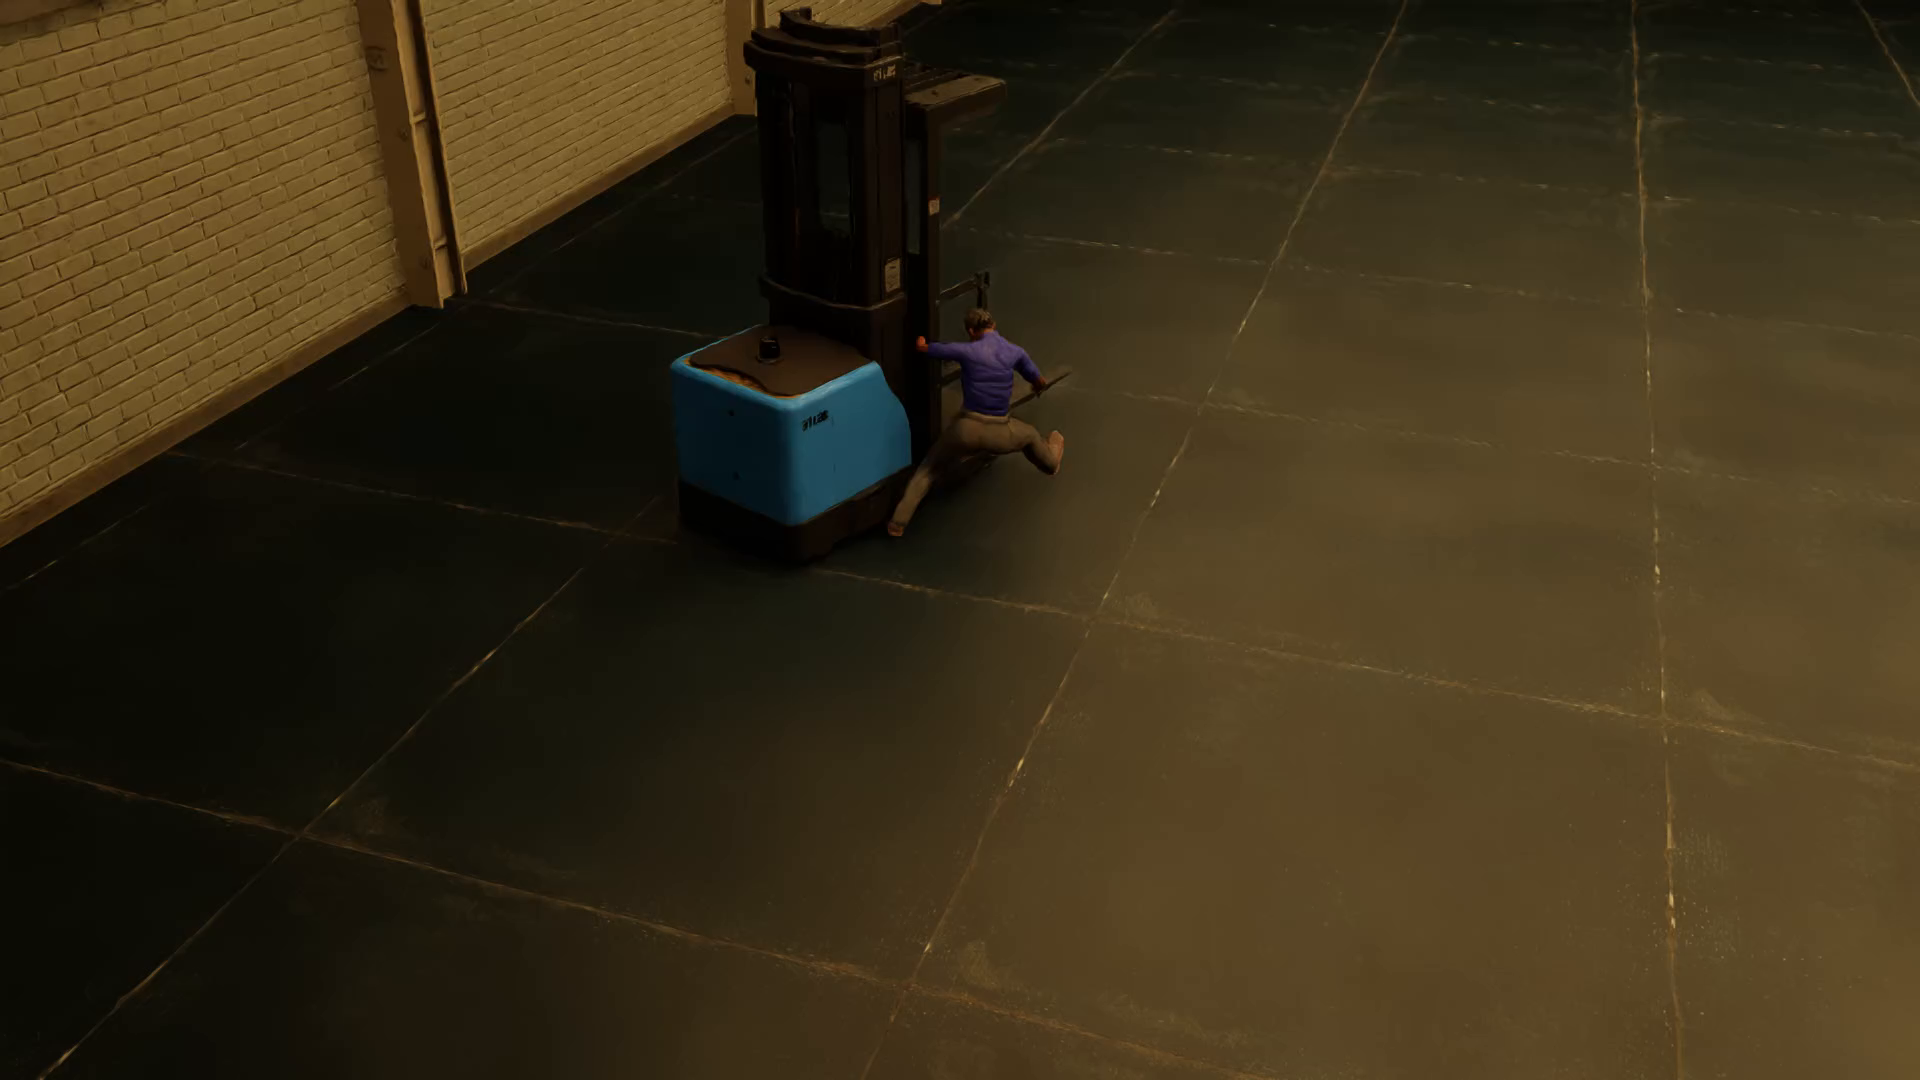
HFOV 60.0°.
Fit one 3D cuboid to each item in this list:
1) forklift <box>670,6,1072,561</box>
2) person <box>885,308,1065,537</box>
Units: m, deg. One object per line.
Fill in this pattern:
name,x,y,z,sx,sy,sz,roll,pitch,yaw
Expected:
forklift,-0.412,-1.812,10.315,1.130,2.935,3.031,22,36,33
person,0.108,-0.797,10.209,1.144,1.288,0.973,0,30,0
